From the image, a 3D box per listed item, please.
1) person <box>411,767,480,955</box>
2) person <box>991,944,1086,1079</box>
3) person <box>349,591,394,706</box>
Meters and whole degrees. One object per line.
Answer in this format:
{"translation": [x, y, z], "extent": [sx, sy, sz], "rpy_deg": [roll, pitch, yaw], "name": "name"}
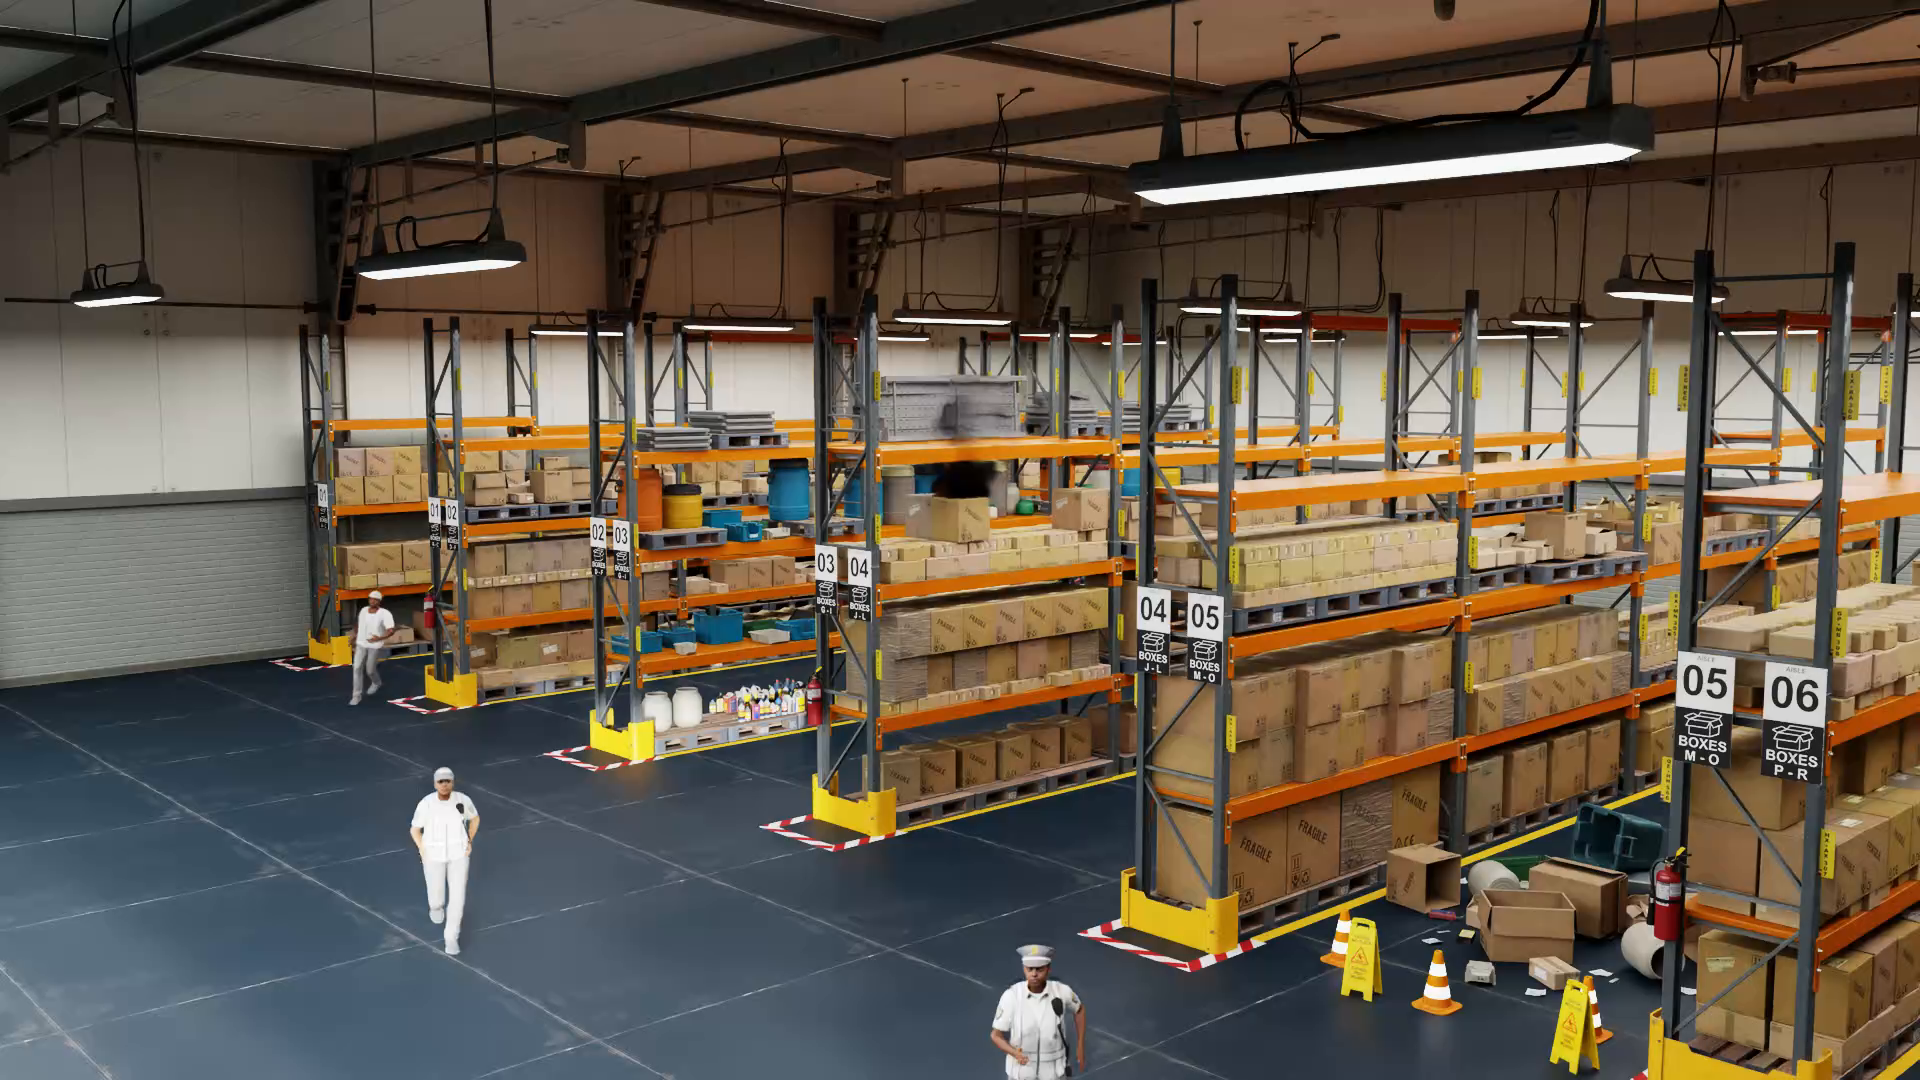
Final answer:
{"translation": [-4.632, 2.853, 15.015], "extent": [0.607, 1.638, 0.685], "rpy_deg": [-2, 6, -21], "name": "person"}
{"translation": [0.484, 3.273, 10.197], "extent": [0.594, 1.641, 1.044], "rpy_deg": [0, 6, 2], "name": "person"}
{"translation": [-9.227, 1.671, 26.034], "extent": [0.744, 1.742, 0.873], "rpy_deg": [1, 6, 8], "name": "person"}
